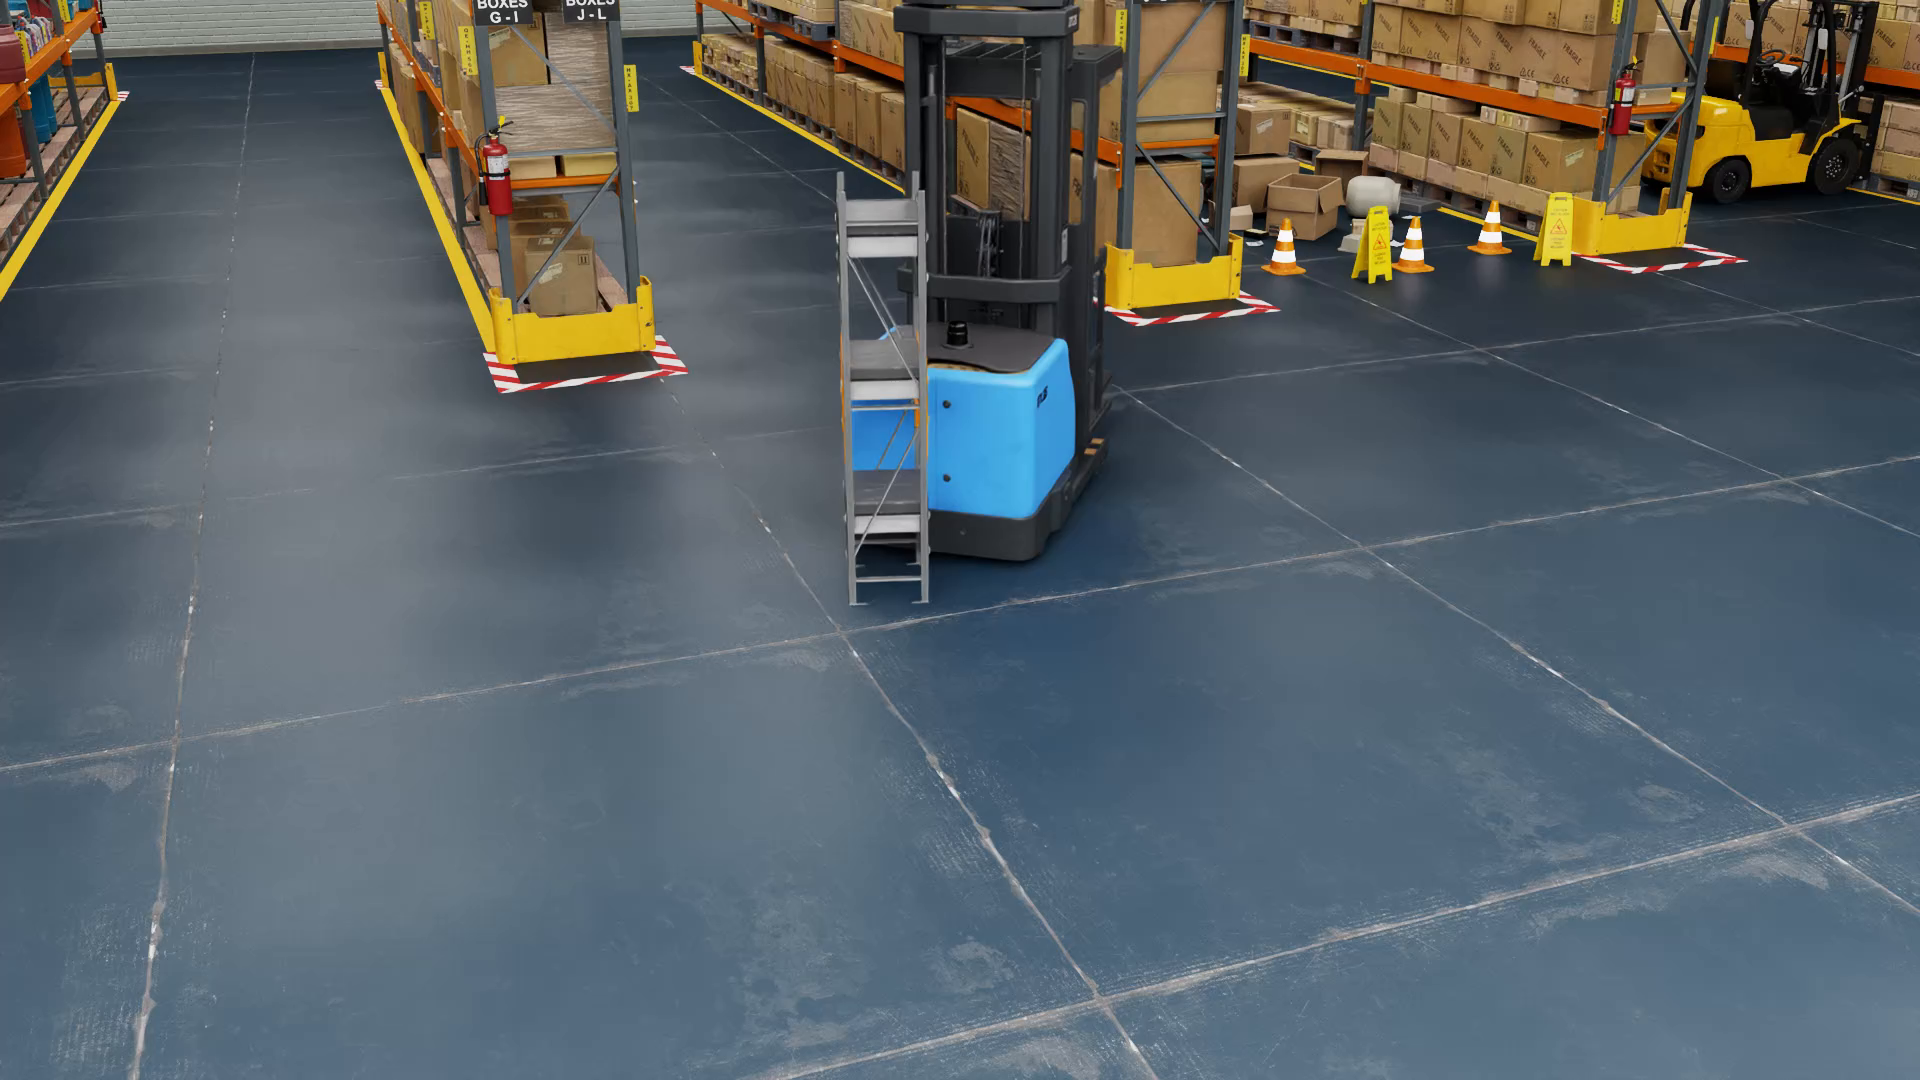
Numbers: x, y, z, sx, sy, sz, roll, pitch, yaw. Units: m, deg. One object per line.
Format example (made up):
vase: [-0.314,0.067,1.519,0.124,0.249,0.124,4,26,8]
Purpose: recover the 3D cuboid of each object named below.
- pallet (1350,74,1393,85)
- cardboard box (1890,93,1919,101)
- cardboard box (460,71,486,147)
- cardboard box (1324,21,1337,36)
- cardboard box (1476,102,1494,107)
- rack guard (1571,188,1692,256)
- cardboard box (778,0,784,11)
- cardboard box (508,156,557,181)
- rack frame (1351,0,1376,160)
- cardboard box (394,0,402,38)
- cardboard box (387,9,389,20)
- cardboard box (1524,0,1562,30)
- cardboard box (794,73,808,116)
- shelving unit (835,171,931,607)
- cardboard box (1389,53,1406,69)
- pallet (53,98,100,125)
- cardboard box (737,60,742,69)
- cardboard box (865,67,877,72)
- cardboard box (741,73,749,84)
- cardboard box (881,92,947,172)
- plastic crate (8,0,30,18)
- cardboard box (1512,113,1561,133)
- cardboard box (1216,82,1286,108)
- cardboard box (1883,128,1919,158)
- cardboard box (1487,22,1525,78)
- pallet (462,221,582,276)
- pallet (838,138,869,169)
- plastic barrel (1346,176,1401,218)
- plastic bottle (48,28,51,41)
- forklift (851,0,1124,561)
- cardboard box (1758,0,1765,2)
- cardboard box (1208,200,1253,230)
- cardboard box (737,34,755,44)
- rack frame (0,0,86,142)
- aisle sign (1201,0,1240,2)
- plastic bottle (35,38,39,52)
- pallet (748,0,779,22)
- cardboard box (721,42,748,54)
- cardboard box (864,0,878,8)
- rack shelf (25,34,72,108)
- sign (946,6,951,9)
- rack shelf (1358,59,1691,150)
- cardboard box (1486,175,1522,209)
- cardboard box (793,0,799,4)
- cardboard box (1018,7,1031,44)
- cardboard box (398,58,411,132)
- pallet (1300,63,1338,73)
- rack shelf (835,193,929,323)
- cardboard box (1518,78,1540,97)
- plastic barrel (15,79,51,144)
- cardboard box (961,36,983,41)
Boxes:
pallet: [7.105,-7.618,27.052,1.003,0.211,1.213,-8,24,-19]
cardboard box: [10.682,-4.785,18.453,0.500,0.250,0.500,-9,24,-19]
cardboard box: [-3.349,-3.343,12.807,0.875,0.500,0.500,-8,24,-19]
cardboard box: [4.450,-5.929,19.238,0.380,0.149,0.250,-9,25,-21]
cardboard box: [5.608,-4.513,18.130,0.500,0.500,0.500,-8,24,-18]
rack guard: [6.352,-3.026,15.786,1.175,0.500,0.348,-8,24,-19]
cardboard box: [-2.194,-7.101,22.018,0.380,0.149,0.250,-10,25,-21]
cardboard box: [-3.185,-2.750,12.237,0.380,0.149,0.250,-8,24,-19]
rack frame: [4.966,-5.604,18.684,1.000,3.000,0.127,-8,24,-19]
cardboard box: [-6.847,-6.631,20.992,0.500,0.500,0.500,-9,24,-20]
cardboard box: [-7.636,-7.195,22.782,0.380,0.149,0.250,-8,24,-18]
cardboard box: [5.823,-5.135,15.772,0.700,0.500,0.500,-8,24,-18]
cardboard box: [-1.901,-5.965,22.219,0.500,0.500,0.500,-9,25,-21]
shelving unit: [-0.381,-0.732,8.283,0.431,2.100,0.503,-2,23,-4]
cardboard box: [4.915,-5.245,18.156,0.380,0.149,0.250,-8,24,-17]
pallet: [-12.495,-5.892,22.958,1.003,0.211,1.213,-8,24,-19]
cardboard box: [-3.187,-7.269,25.380,0.380,0.149,0.250,-8,24,-18]
cardboard box: [-1.059,-6.012,21.365,0.500,0.250,0.500,-9,25,-21]
cardboard box: [-3.080,-6.963,25.039,0.380,0.149,0.250,-9,25,-21]
cardboard box: [-0.270,-4.609,18.679,1.050,0.750,0.750,-8,24,-19]
plastic crate: [-12.933,-7.262,22.756,0.416,0.233,0.300,-8,24,-19]
cardboard box: [5.660,-4.101,16.317,0.380,0.149,0.250,-8,24,-17]
cardboard box: [3.743,-5.833,22.071,0.950,0.372,0.625,-10,25,-23]
cardboard box: [10.390,-4.307,17.964,0.500,0.250,0.500,-9,24,-20]
cardboard box: [5.584,-4.858,16.402,0.500,0.500,0.500,-8,24,-19]
pallet: [-4.034,-2.720,15.432,1.003,0.211,1.213,-8,24,-19]
pallet: [-0.834,-4.760,20.271,1.003,0.211,1.213,-8,24,-19]
plastic barrel: [4.233,-3.506,17.024,0.512,0.421,0.421,8,24,18]
plastic bottle: [-11.256,-6.243,20.455,0.097,0.201,0.097,0,23,0]
forklift: [0.300,-1.784,9.709,1.130,2.935,3.031,6,24,15]
cardboard box: [9.568,-6.386,19.574,0.380,0.149,0.250,-8,24,-18]
cardboard box: [2.701,-3.256,16.634,0.396,0.266,0.258,-4,23,-10]
cardboard box: [-3.409,-8.145,27.078,0.380,0.149,0.250,-8,24,-18]
rack frame: [-11.764,-6.471,20.742,1.000,3.000,0.127,-8,24,-19]
aisle sign: [2.090,-4.648,13.069,0.394,0.787,0.004,-8,24,-19]
plastic bottle: [-10.820,-5.794,19.389,0.097,0.201,0.097,0,23,0]
pallet: [-2.321,-7.409,23.213,1.003,0.211,1.213,-8,24,-19]
cardboard box: [-3.517,-7.690,25.996,0.380,0.149,0.250,-8,24,-18]
cardboard box: [-0.713,-6.500,19.394,0.700,0.500,0.500,-9,24,-20]
rack shelf: [-11.058,-5.413,19.158,1.077,0.370,4.000,-8,24,-19]
sign: [-0.133,-5.307,16.591,0.100,0.325,0.005,-8,24,-19]
rack shelf: [5.673,-4.546,17.099,1.077,0.370,4.000,-8,24,-19]
cardboard box: [5.666,-3.523,16.746,0.500,0.250,0.500,-8,24,-19]
cardboard box: [-1.922,-6.956,21.292,0.380,0.149,0.250,-8,24,-19]
cardboard box: [1.029,-4.726,15.016,0.875,0.550,0.500,-8,24,-19]
cardboard box: [-6.250,-5.491,20.610,1.225,0.875,0.875,-8,24,-19]
pallet: [6.541,-8.158,28.334,1.003,0.211,1.213,-8,24,-19]
rack shelf: [-0.381,-1.364,8.016,0.431,0.518,0.480,-2,23,-4]
cardboard box: [5.664,-4.404,16.159,0.380,0.149,0.250,-8,24,-18]
plastic barrel: [-11.338,-5.241,19.983,0.600,0.901,0.708,-8,24,-19]
cardboard box: [0.513,-4.825,16.642,0.875,0.550,0.550,-8,24,-19]
